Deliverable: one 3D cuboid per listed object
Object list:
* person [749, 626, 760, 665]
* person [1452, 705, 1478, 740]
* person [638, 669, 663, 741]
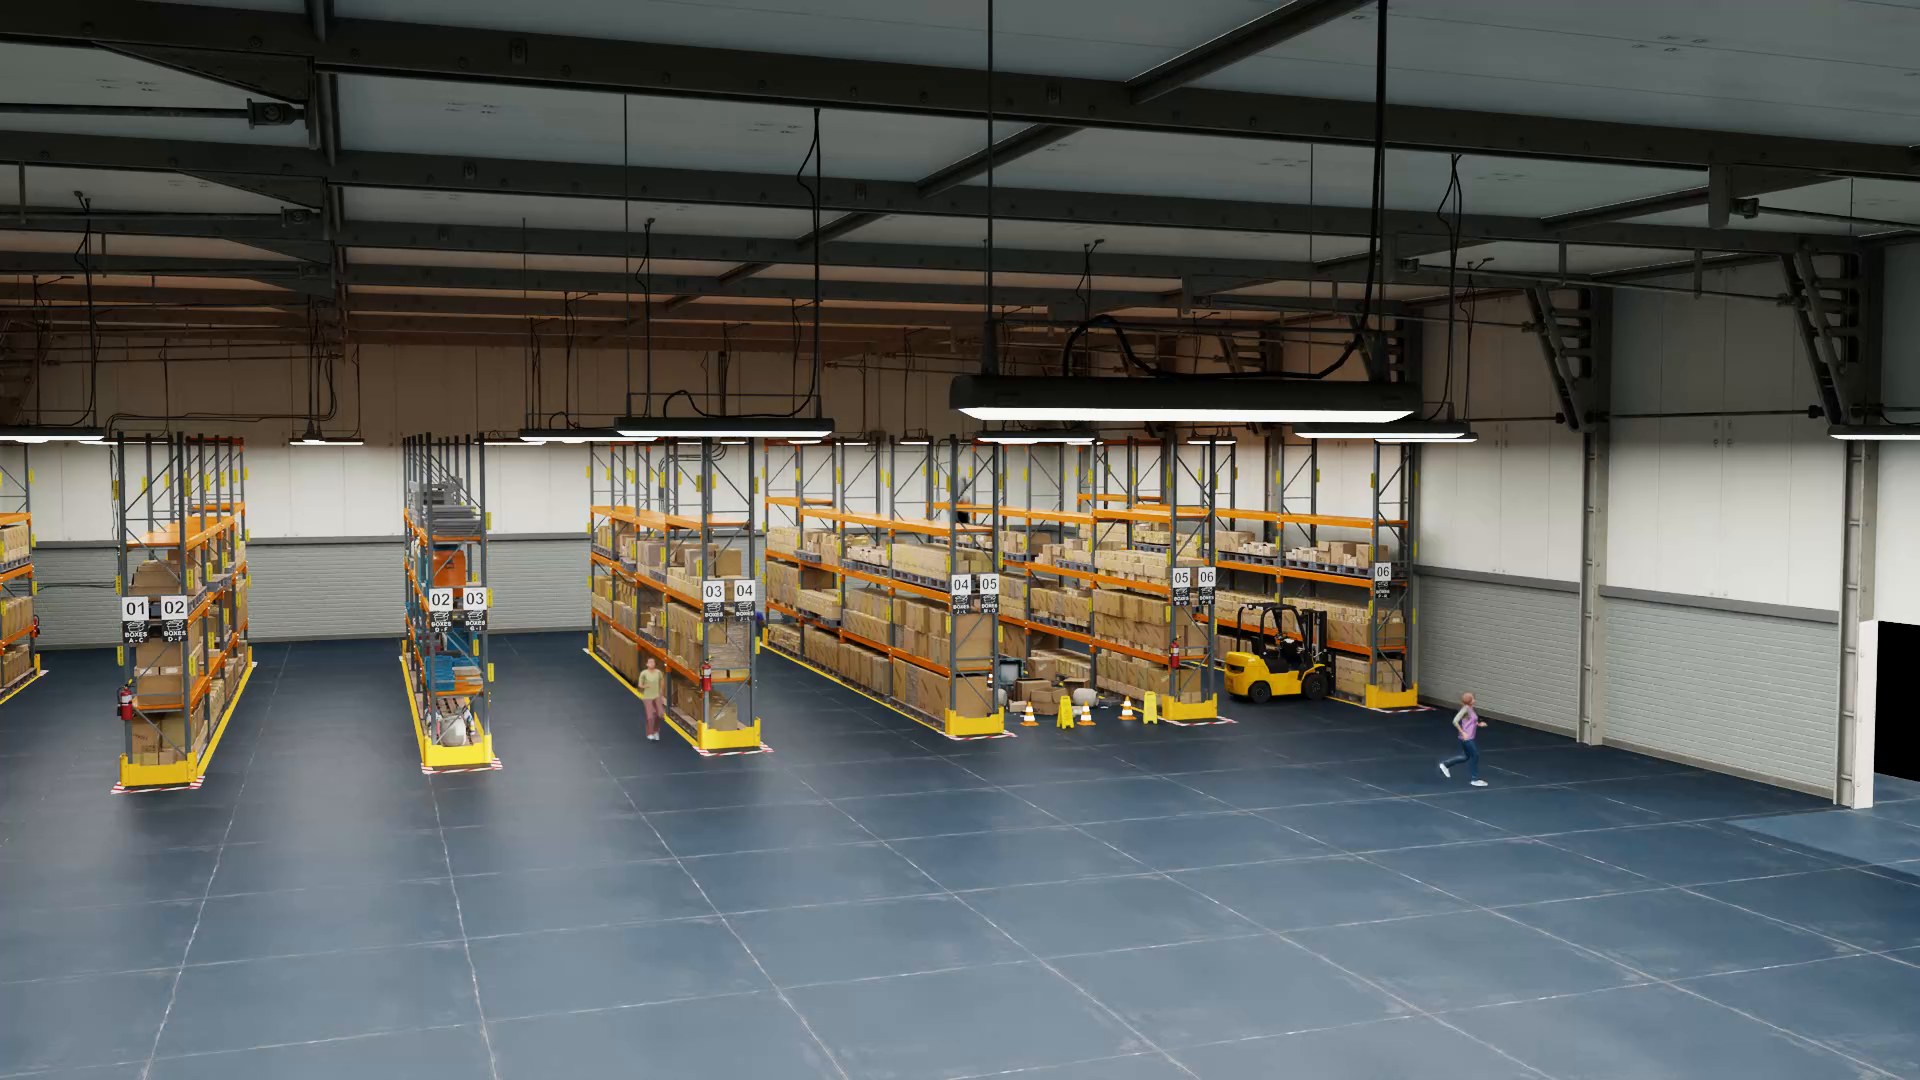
[{"bbox_3d":[-5.467,2.751,44.032,0.373,1.019,0.906,-1,3,-20],"label":"person"},{"bbox_3d":[8.552,3.080,28.118,0.377,0.573,0.538,1,3,25],"label":"person"},{"bbox_3d":[-6.033,3.217,32.489,0.530,1.404,0.412,-1,3,-25],"label":"person"}]
